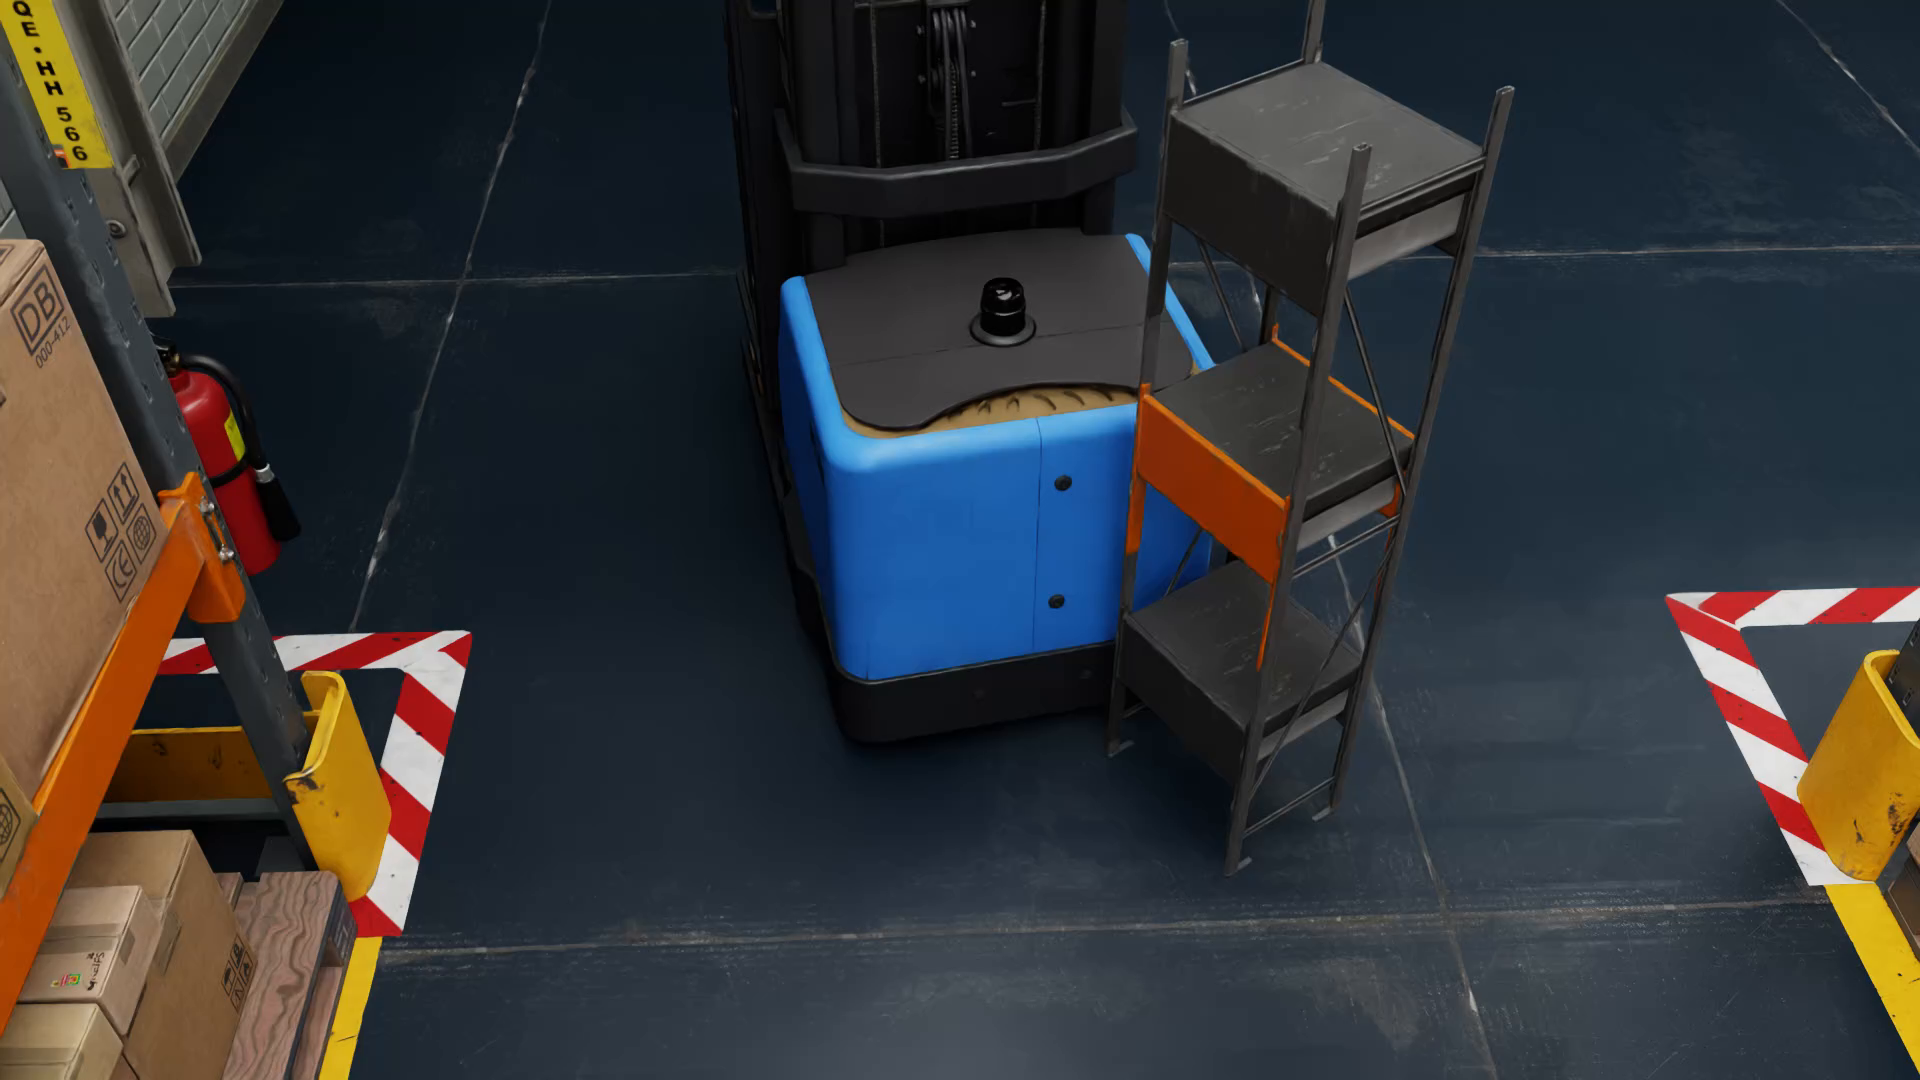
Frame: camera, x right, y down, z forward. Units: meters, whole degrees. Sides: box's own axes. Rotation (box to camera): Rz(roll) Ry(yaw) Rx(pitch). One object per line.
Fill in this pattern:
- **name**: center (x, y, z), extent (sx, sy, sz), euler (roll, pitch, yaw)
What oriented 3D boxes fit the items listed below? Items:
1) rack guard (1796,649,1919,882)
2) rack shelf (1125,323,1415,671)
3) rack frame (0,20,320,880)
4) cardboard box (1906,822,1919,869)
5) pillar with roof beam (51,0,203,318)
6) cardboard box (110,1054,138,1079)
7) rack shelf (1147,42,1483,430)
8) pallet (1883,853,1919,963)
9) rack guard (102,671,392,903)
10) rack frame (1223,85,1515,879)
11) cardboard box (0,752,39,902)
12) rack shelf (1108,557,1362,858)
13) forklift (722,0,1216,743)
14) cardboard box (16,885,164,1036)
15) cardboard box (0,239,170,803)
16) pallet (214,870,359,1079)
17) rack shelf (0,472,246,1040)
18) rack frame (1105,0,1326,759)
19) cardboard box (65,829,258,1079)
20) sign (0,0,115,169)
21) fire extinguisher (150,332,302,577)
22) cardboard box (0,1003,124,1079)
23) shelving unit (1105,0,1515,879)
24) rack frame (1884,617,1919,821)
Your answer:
- **rack guard**: center (2.853, 0.565, 4.263), extent (1.175, 0.500, 0.348), euler (-2, 43, -2)
- **rack shelf**: center (0.709, -0.105, 3.831), extent (0.431, 0.518, 0.480), euler (-25, 48, -25)
- **rack frame**: center (-2.099, -0.263, 3.317), extent (1.000, 3.000, 0.127), euler (-2, 43, -2)
- **cardboard box**: center (2.524, 0.774, 3.970), extent (0.380, 0.149, 0.250), euler (-2, 43, -2)
- **pillar with roof beam**: center (1.223, -4.396, 3.386), extent (9.100, 9.000, 0.400), euler (-2, 43, -2)
- **cardboard box**: center (-1.948, 1.311, 3.139), extent (0.700, 0.500, 0.500), euler (-2, 43, -2)
- **rack shelf**: center (0.709, -0.621, 3.358), extent (0.431, 0.518, 0.480), euler (-25, 48, -25)
- **pallet**: center (2.888, 1.210, 3.774), extent (1.003, 0.211, 1.213), euler (-2, 43, -2)
- **rack guard**: center (-2.100, 0.642, 4.179), extent (1.175, 0.500, 0.348), euler (-2, 43, -2)
- **rack frame**: center (0.849, 0.020, 3.674), extent (0.400, 2.100, 0.015), euler (-25, 48, -25)
- **cardboard box**: center (-2.025, 0.461, 2.305), extent (0.980, 0.700, 0.700), euler (-2, 43, -2)
- **rack shelf**: center (0.709, 0.411, 4.304), extent (0.431, 0.518, 0.480), euler (-25, 48, -25)
- **forklift**: center (-0.144, -1.535, 4.755), extent (1.130, 2.935, 3.031), euler (-9, 43, -10)
- **cardboard box**: center (-1.782, 0.816, 3.199), extent (0.380, 0.149, 0.250), euler (-2, 43, -2)
- **cardboard box**: center (-2.067, -0.029, 2.840), extent (0.980, 0.700, 0.700), euler (0, 43, 0)
- **pallet**: center (-1.987, 1.303, 3.673), extent (1.003, 0.211, 1.213), euler (-2, 43, -2)
- **rack shelf**: center (-2.014, 1.352, 2.087), extent (1.077, 0.370, 4.000), euler (-2, 43, -2)
- **rack frame**: center (0.570, -0.250, 3.969), extent (0.400, 2.100, 0.015), euler (-25, 48, -25)
- **cardboard box**: center (-1.969, 0.973, 3.507), extent (0.700, 0.500, 0.500), euler (-2, 43, -2)
- **sign**: center (-1.556, -0.783, 2.852), extent (0.100, 0.325, 0.005), euler (-2, 43, -2)
- **fire extinguisher**: center (-1.644, -0.212, 3.595), extent (0.296, 0.674, 0.183), euler (-2, 43, -2)
- **cardboard box**: center (-1.770, 0.988, 3.011), extent (0.380, 0.149, 0.250), euler (-1, 43, -1)
- **shelving unit**: center (0.709, -0.115, 3.821), extent (0.431, 2.100, 0.503), euler (-25, 48, -25)
- **rack frame**: center (2.850, -0.408, 3.475), extent (1.000, 3.000, 0.127), euler (-2, 43, -2)
